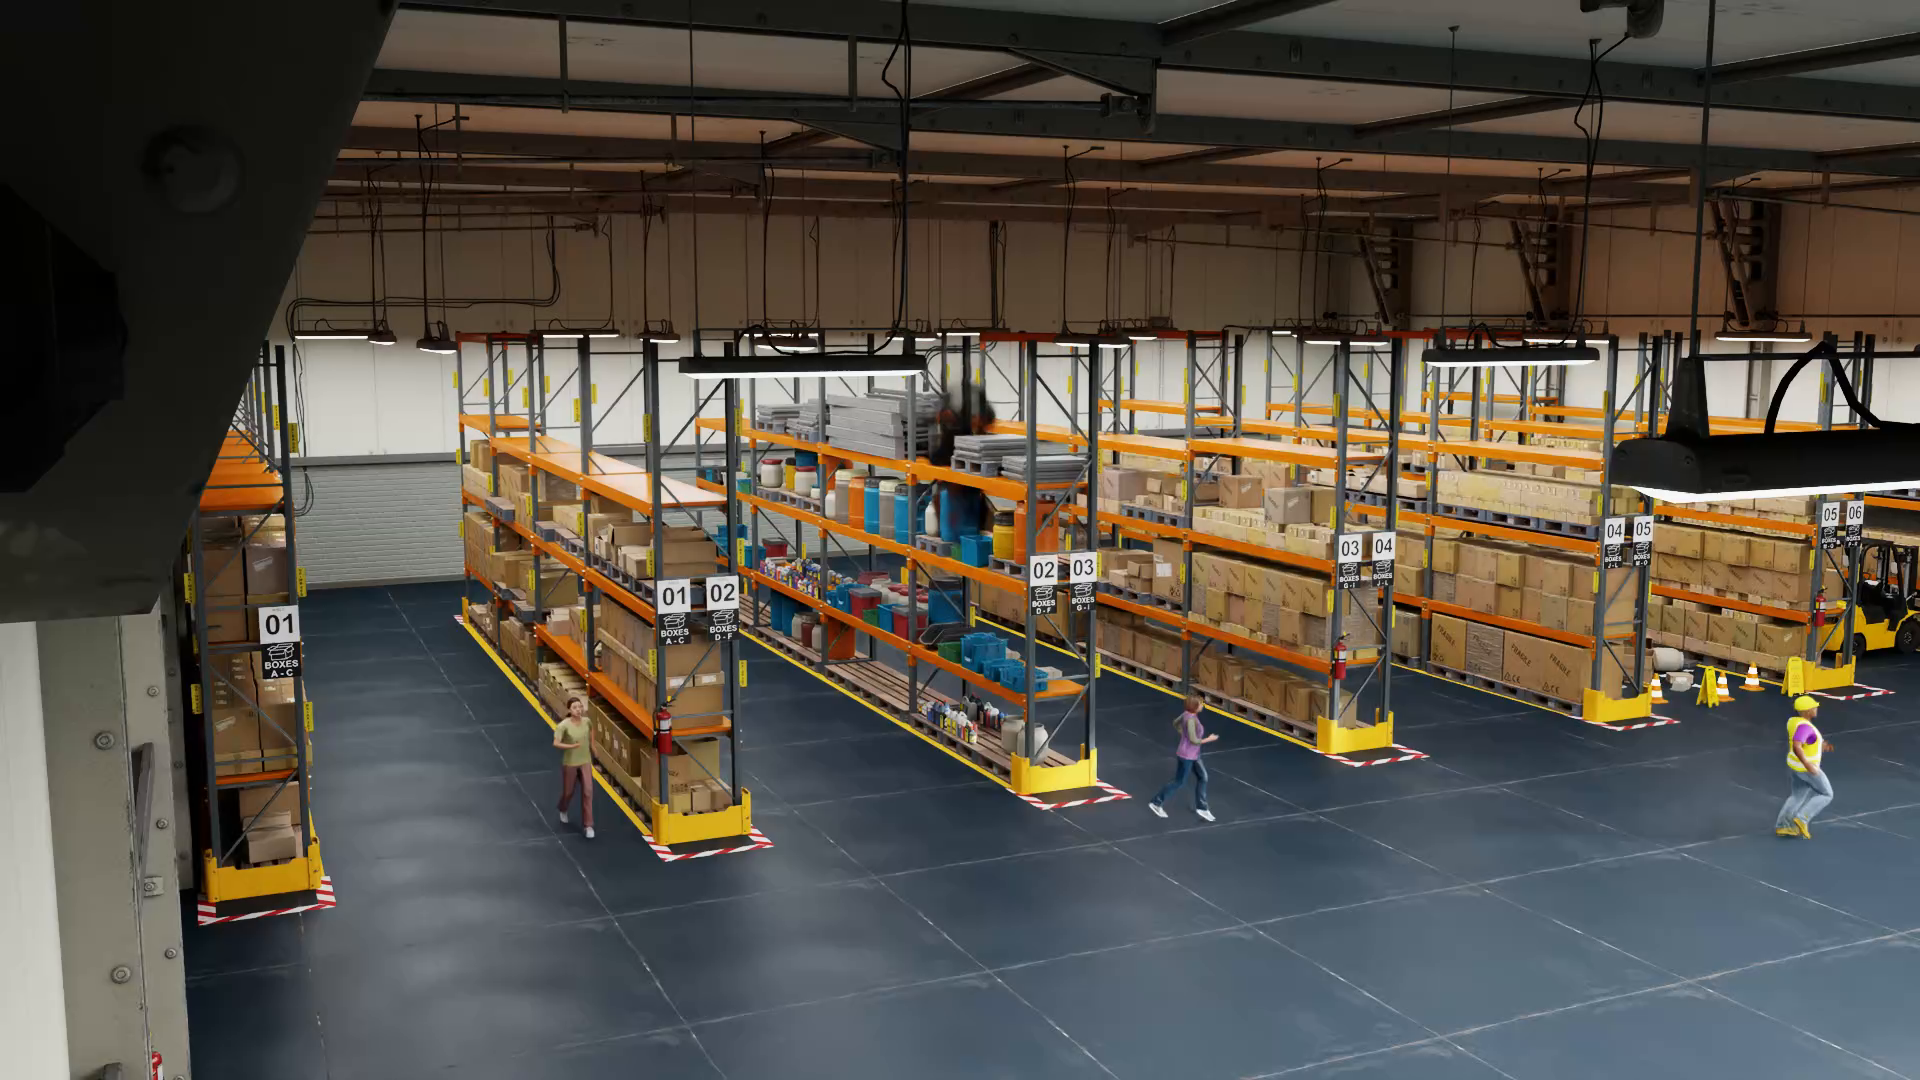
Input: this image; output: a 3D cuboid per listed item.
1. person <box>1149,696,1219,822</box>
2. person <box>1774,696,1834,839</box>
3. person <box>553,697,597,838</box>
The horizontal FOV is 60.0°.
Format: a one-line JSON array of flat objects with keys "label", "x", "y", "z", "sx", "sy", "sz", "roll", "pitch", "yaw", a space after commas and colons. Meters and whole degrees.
[{"label": "person", "x": 2.808, "y": 2.740, "z": 20.853, "sx": 0.850, "sy": 1.628, "sz": 0.550, "roll": 1, "pitch": 8, "yaw": 9}, {"label": "person", "x": 10.273, "y": 2.751, "z": 20.152, "sx": 0.667, "sy": 1.739, "sz": 0.686, "roll": 0, "pitch": 8, "yaw": 2}, {"label": "person", "x": -4.698, "y": 2.741, "z": 20.386, "sx": 0.585, "sy": 1.654, "sz": 0.964, "roll": -5, "pitch": 9, "yaw": -31}]
